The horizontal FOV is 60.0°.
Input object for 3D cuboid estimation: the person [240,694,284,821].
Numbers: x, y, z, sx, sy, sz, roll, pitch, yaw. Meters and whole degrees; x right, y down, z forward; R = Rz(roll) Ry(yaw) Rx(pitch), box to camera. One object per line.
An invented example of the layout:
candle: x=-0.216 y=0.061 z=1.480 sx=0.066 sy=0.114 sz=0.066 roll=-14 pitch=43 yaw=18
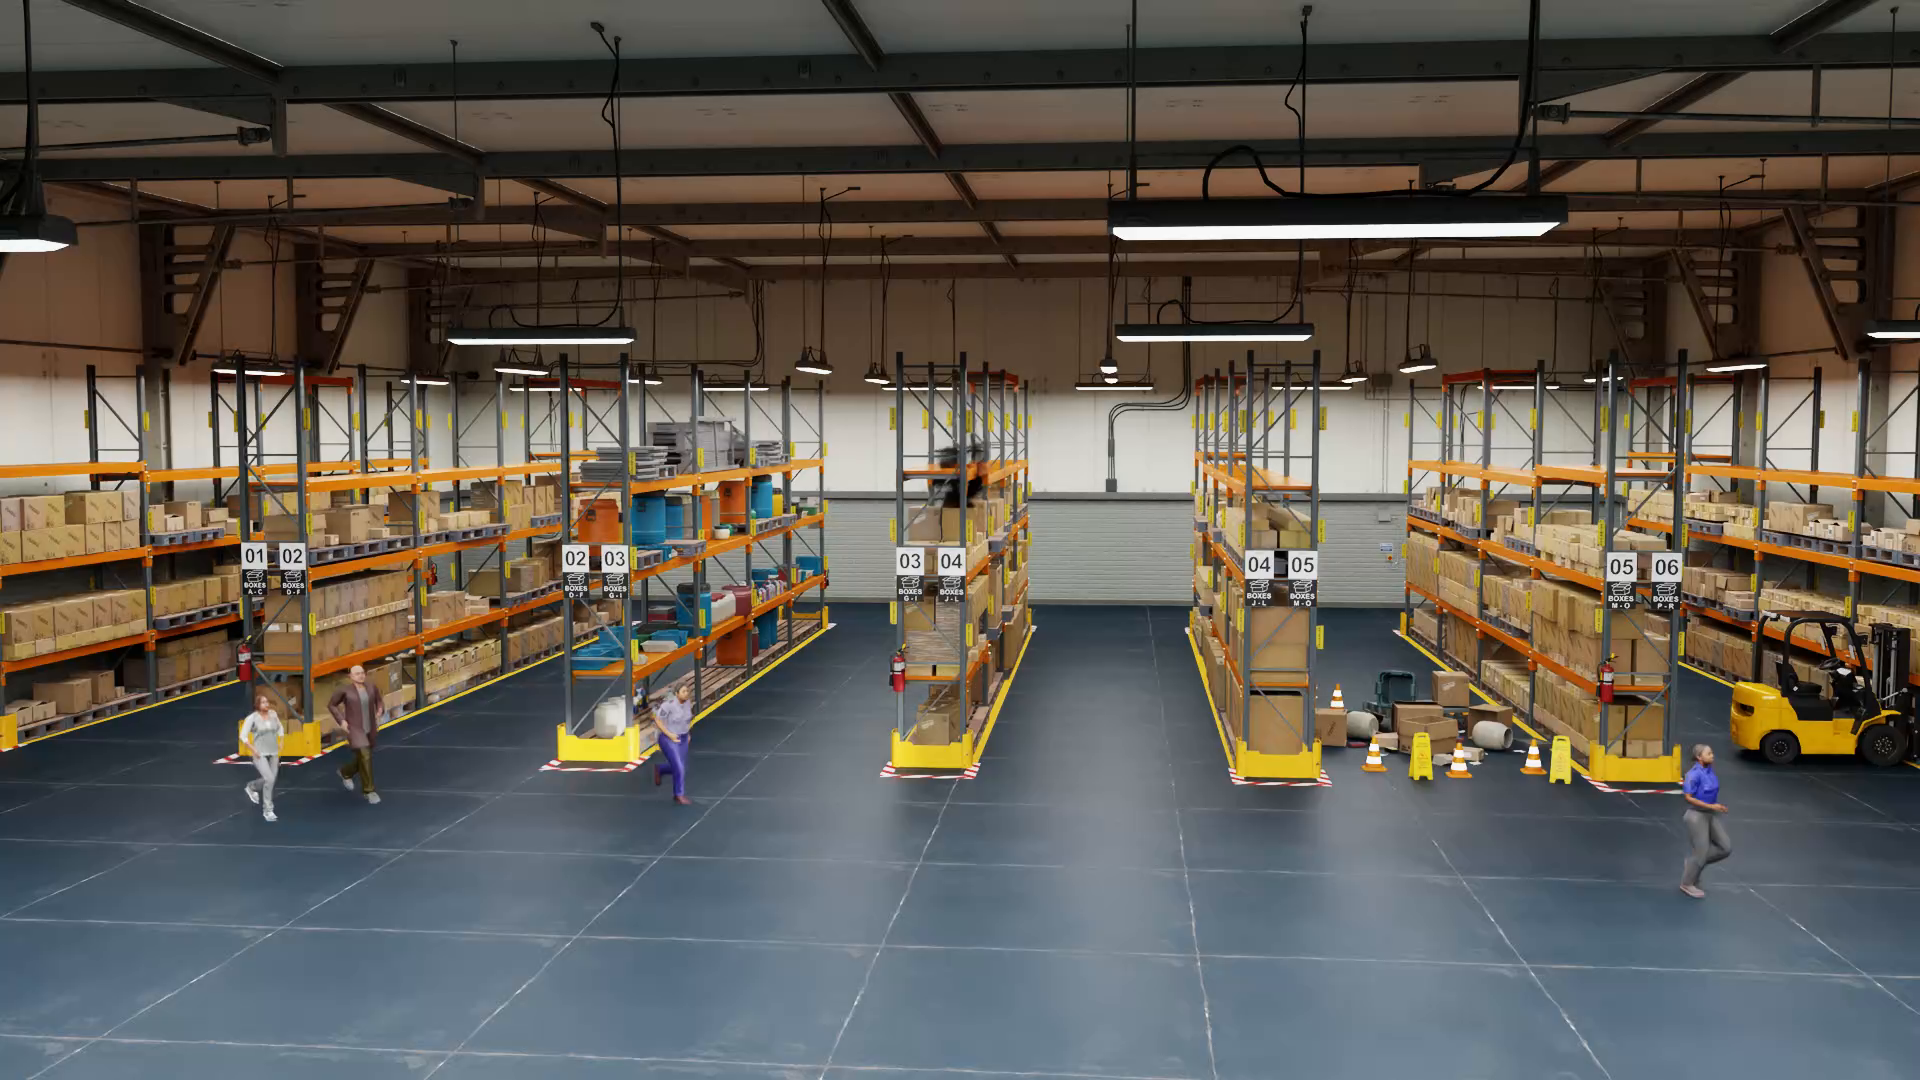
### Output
person: x=-8.848 y=2.728 z=21.065 sx=0.659 sy=1.602 sz=0.555 roll=3 pitch=5 yaw=39

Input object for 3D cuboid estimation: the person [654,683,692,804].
person: x=-3.841 y=2.675 z=21.985 sx=0.728 sy=1.611 sz=0.598 roll=3 pitch=5 yaw=40

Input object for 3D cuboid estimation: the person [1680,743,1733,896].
person: x=7.857 y=2.992 z=17.501 sx=0.624 sy=1.537 sz=0.537 roll=-3 pitch=5 yaw=-38

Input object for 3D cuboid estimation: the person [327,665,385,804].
person: x=-7.968 y=2.549 z=22.082 sx=0.973 sy=1.789 sz=0.693 roll=3 pitch=5 yaw=39

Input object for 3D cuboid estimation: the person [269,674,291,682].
person: x=-11.765 y=2.090 z=28.976 sx=0.703 sy=1.724 sz=0.610 roll=0 pitch=4 yaw=4
